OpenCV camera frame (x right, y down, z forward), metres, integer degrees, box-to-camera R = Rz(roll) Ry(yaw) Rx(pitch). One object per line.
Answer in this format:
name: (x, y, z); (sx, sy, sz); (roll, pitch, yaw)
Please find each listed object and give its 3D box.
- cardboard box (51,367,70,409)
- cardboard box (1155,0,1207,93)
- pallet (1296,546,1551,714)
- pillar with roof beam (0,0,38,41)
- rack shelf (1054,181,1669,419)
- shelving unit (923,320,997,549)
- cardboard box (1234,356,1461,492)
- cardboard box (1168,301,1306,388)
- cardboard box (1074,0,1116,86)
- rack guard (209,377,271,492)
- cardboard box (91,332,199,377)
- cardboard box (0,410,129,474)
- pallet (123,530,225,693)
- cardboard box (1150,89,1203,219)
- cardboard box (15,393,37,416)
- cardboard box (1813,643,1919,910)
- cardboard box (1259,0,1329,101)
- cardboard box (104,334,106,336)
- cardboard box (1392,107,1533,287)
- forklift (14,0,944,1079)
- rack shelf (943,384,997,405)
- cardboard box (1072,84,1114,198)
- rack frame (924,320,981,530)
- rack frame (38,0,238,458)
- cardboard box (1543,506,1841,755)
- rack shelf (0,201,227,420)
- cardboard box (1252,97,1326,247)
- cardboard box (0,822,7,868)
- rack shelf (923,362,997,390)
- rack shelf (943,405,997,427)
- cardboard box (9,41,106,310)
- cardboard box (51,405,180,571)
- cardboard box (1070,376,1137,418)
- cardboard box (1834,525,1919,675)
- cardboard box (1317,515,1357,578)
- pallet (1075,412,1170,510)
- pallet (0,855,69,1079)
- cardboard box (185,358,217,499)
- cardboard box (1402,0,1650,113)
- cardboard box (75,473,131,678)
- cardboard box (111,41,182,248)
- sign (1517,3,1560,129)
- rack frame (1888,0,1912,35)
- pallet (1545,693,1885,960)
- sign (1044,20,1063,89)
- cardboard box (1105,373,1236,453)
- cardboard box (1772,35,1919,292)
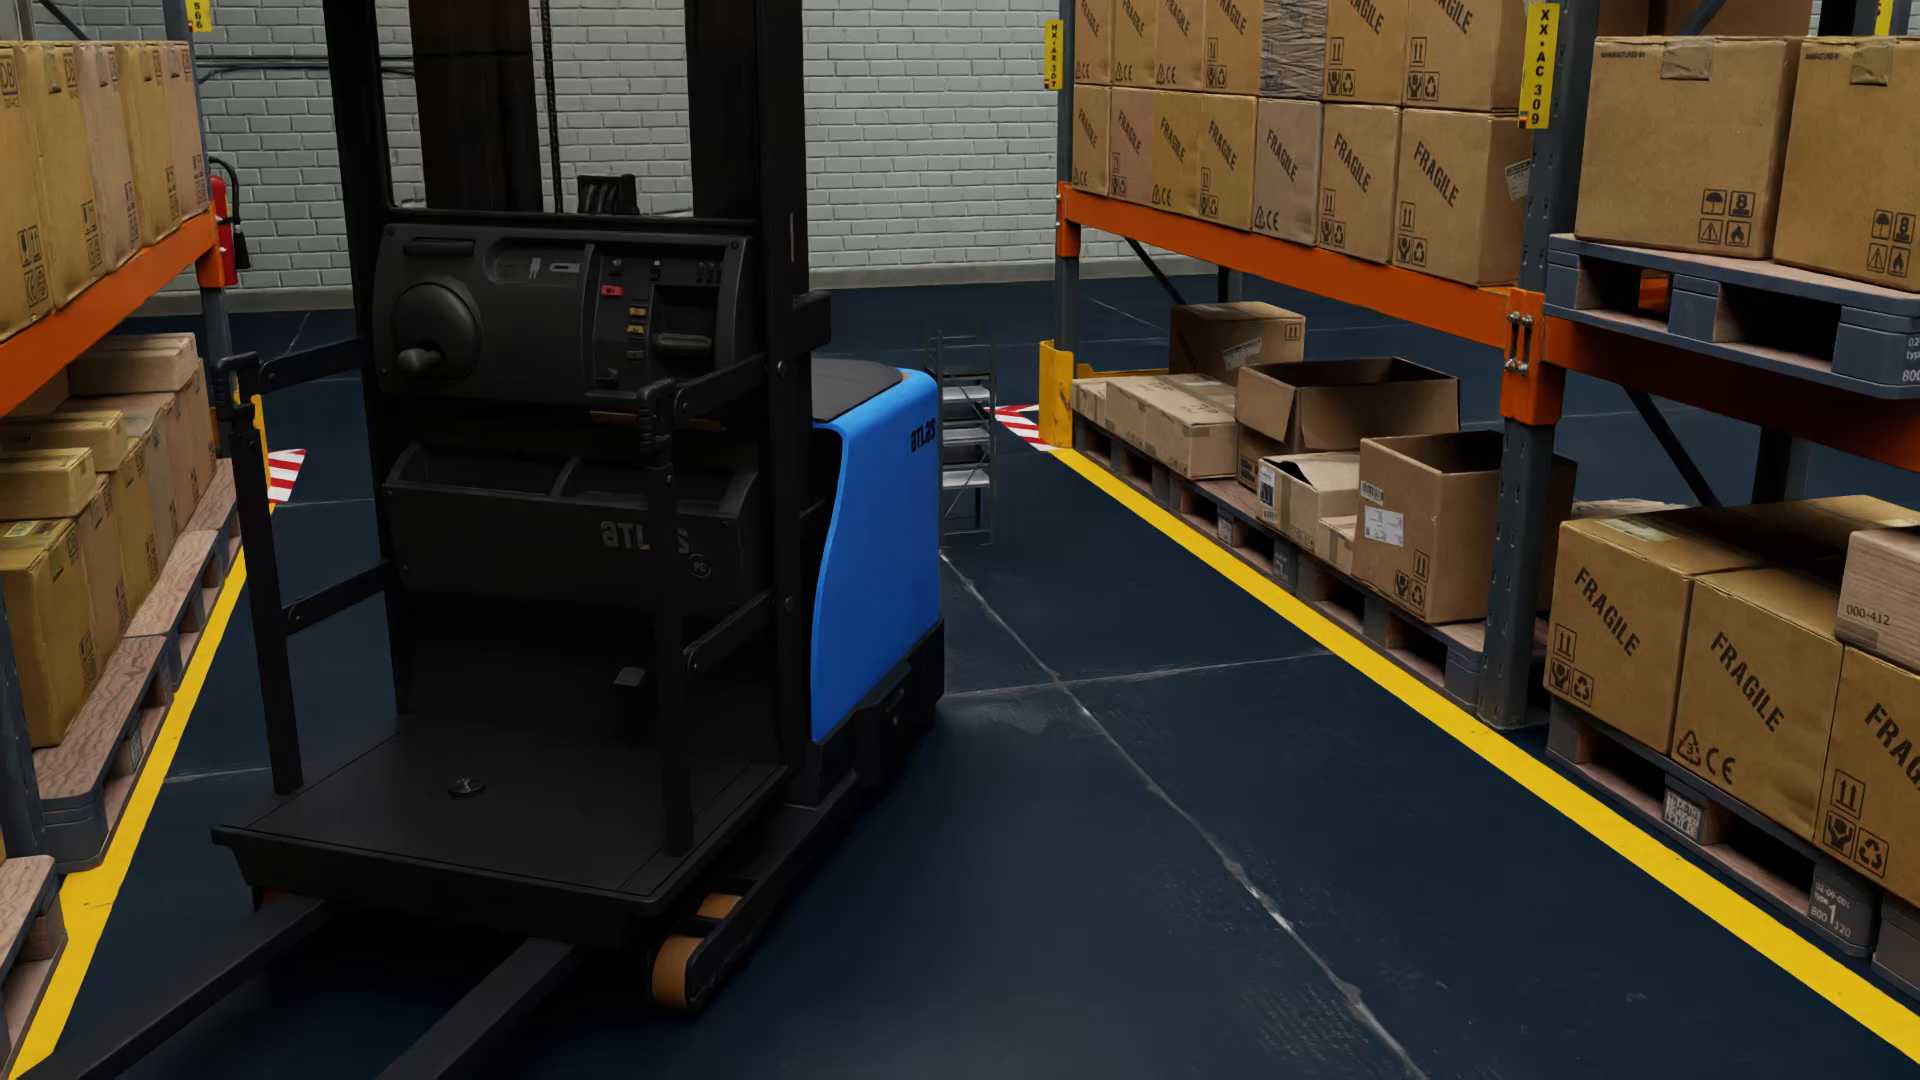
cardboard box: (-3.506, -0.561, 6.093); (0.380, 0.149, 0.250); (-5, 17, -15)
cardboard box: (1.138, -2.116, 6.869); (0.500, 0.500, 0.500); (-4, 17, -14)
pallet: (1.897, 0.237, 5.797); (1.003, 0.211, 1.213); (-5, 17, -15)
pillar with roof beam: (-1.211, -5.515, 9.668); (9.100, 9.000, 0.400); (-5, 17, -15)
rack shelf: (1.535, -1.117, 6.709); (1.077, 0.370, 4.000); (-5, 17, -15)
shelving unit: (-0.002, -0.433, 6.830); (0.258, 0.900, 0.210); (-5, 17, -15)
cardboard box: (1.564, -0.443, 6.788); (0.797, 0.503, 0.637); (-5, 17, -15)
cardboard box: (1.372, -0.898, 8.307); (0.500, 0.500, 0.500); (-5, 17, -15)
cardboard box: (0.854, -2.398, 7.811); (0.500, 0.500, 0.500); (-4, 17, -14)
rack guard: (-3.783, -0.432, 7.521); (1.175, 0.500, 0.348); (-5, 17, -15)
cardboard box: (-3.277, -0.730, 6.657); (0.380, 0.149, 0.250); (-5, 17, -16)
cardboard box: (-2.846, -0.299, 5.222); (0.380, 0.149, 0.250); (-5, 17, -17)
pallet: (-3.150, 0.265, 5.704); (1.003, 0.211, 1.213); (-5, 17, -15)
cardboard box: (1.136, -1.638, 7.018); (0.500, 0.500, 0.500); (-5, 17, -15)
cardboard box: (-3.364, -0.420, 5.623); (0.380, 0.149, 0.250); (-5, 17, -15)
cardboard box: (2.271, 0.516, 3.600); (0.500, 0.500, 0.500); (-4, 17, -15)
cardboard box: (1.415, -1.836, 5.938); (0.500, 0.500, 0.500); (-5, 17, -15)
cardboard box: (-3.714, -0.770, 6.790); (0.380, 0.149, 0.250); (-5, 17, -15)
cardboard box: (1.701, -1.075, 5.142); (0.500, 0.500, 0.500); (-4, 17, -14)
forklift: (-0.982, -0.517, 3.579); (1.130, 2.935, 3.031); (5, 17, 17)
rack shelf: (-0.002, -0.574, 6.788); (0.258, 0.077, 0.200); (-5, 17, -15)
cardboard box: (0.854, -1.920, 7.954); (0.500, 0.500, 0.500); (-4, 17, -14)
rack frame: (-0.030, -0.461, 6.924); (0.240, 0.900, 0.006); (-5, 17, -15)
rack frame: (-3.776, -1.623, 7.140); (1.000, 3.000, 0.127); (-5, 17, -15)
cardboard box: (1.984, 0.231, 4.550); (0.500, 0.500, 0.500); (-6, 18, -18)
rack shelf: (-3.227, -0.725, 5.401); (1.077, 0.370, 4.000); (-5, 17, -15)
cardboard box: (1.414, -1.359, 6.089); (0.500, 0.500, 0.500); (-4, 17, -14)
cardboard box: (-2.373, 0.482, 3.141); (0.750, 0.750, 0.750); (-4, 17, -15)
rack shelf: (-0.002, -0.660, 6.762); (0.258, 0.077, 0.200); (-5, 17, -15)
rack shelf: (-0.002, -0.488, 6.814); (0.258, 0.077, 0.200); (-5, 17, -15)
cardboard box: (-3.006, -1.013, 4.590); (0.980, 0.700, 0.700); (-5, 17, -17)
cardboard box: (-3.211, -0.163, 5.897); (0.700, 0.500, 0.500); (-5, 18, -17)
cardboard box: (0.770, -0.718, 8.318); (0.380, 0.149, 0.250); (-5, 17, -15)
cardboard box: (2.258, 0.148, 3.521); (0.500, 0.250, 0.500); (-5, 17, -15)
cardboard box: (1.495, 0.012, 5.890); (0.380, 0.149, 0.250); (-5, 17, -15)
pallet: (1.227, -0.438, 8.044); (1.003, 0.211, 1.213); (-5, 17, -15)
pallet: (-2.392, 1.027, 3.167); (1.003, 0.211, 1.213); (-5, 17, -15)
cardboard box: (-3.488, -0.441, 6.820); (0.700, 0.500, 0.500); (-5, 17, -15)
cardboard box: (1.697, -1.555, 5.003); (0.500, 0.500, 0.500); (-5, 17, -15)
cardboard box: (-2.919, 0.126, 4.934); (0.700, 0.500, 0.500); (-5, 17, -16)
cardboard box: (-3.416, -1.426, 5.962); (0.980, 0.700, 0.700); (-5, 17, -16)
sign: (1.565, -1.278, 4.489); (0.100, 0.325, 0.005); (-5, 17, -15)
rack frame: (5.749, -2.406, 9.747); (1.000, 3.000, 0.127); (-5, 17, -15)
pallet: (2.345, 0.649, 4.426); (1.003, 0.211, 1.213); (-5, 17, -15)
sign: (0.464, -2.387, 8.179); (0.100, 0.325, 0.005); (-5, 17, -15)
cardboard box: (1.000, -0.598, 7.743); (0.500, 0.250, 0.500); (-5, 17, -15)
cardboard box: (2.250, -0.824, 3.577); (0.700, 0.500, 0.500); (-2, 17, -6)
